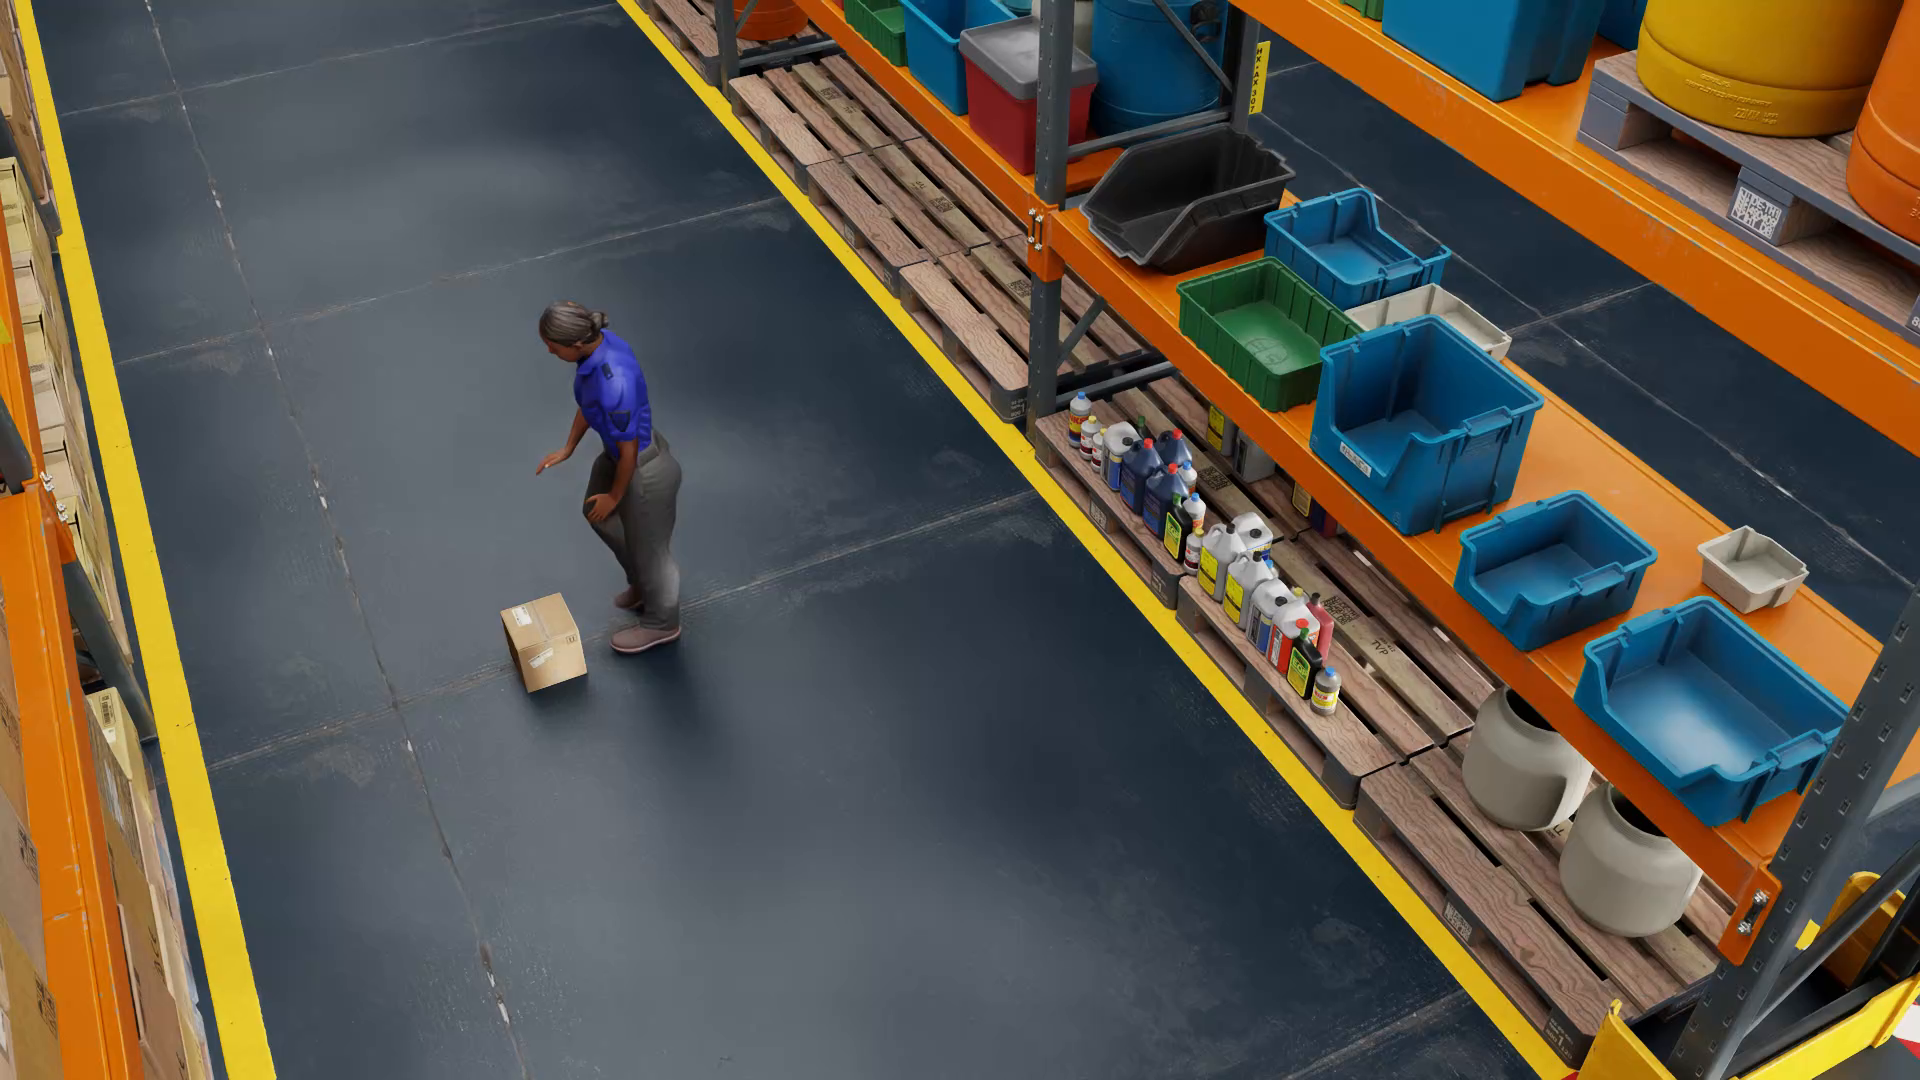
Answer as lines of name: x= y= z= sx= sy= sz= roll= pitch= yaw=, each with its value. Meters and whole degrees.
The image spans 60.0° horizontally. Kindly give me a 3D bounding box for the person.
person: x=-1.358 y=-0.229 z=6.450 sx=0.530 sy=1.680 sz=0.472 roll=-14 pitch=43 yaw=-16
